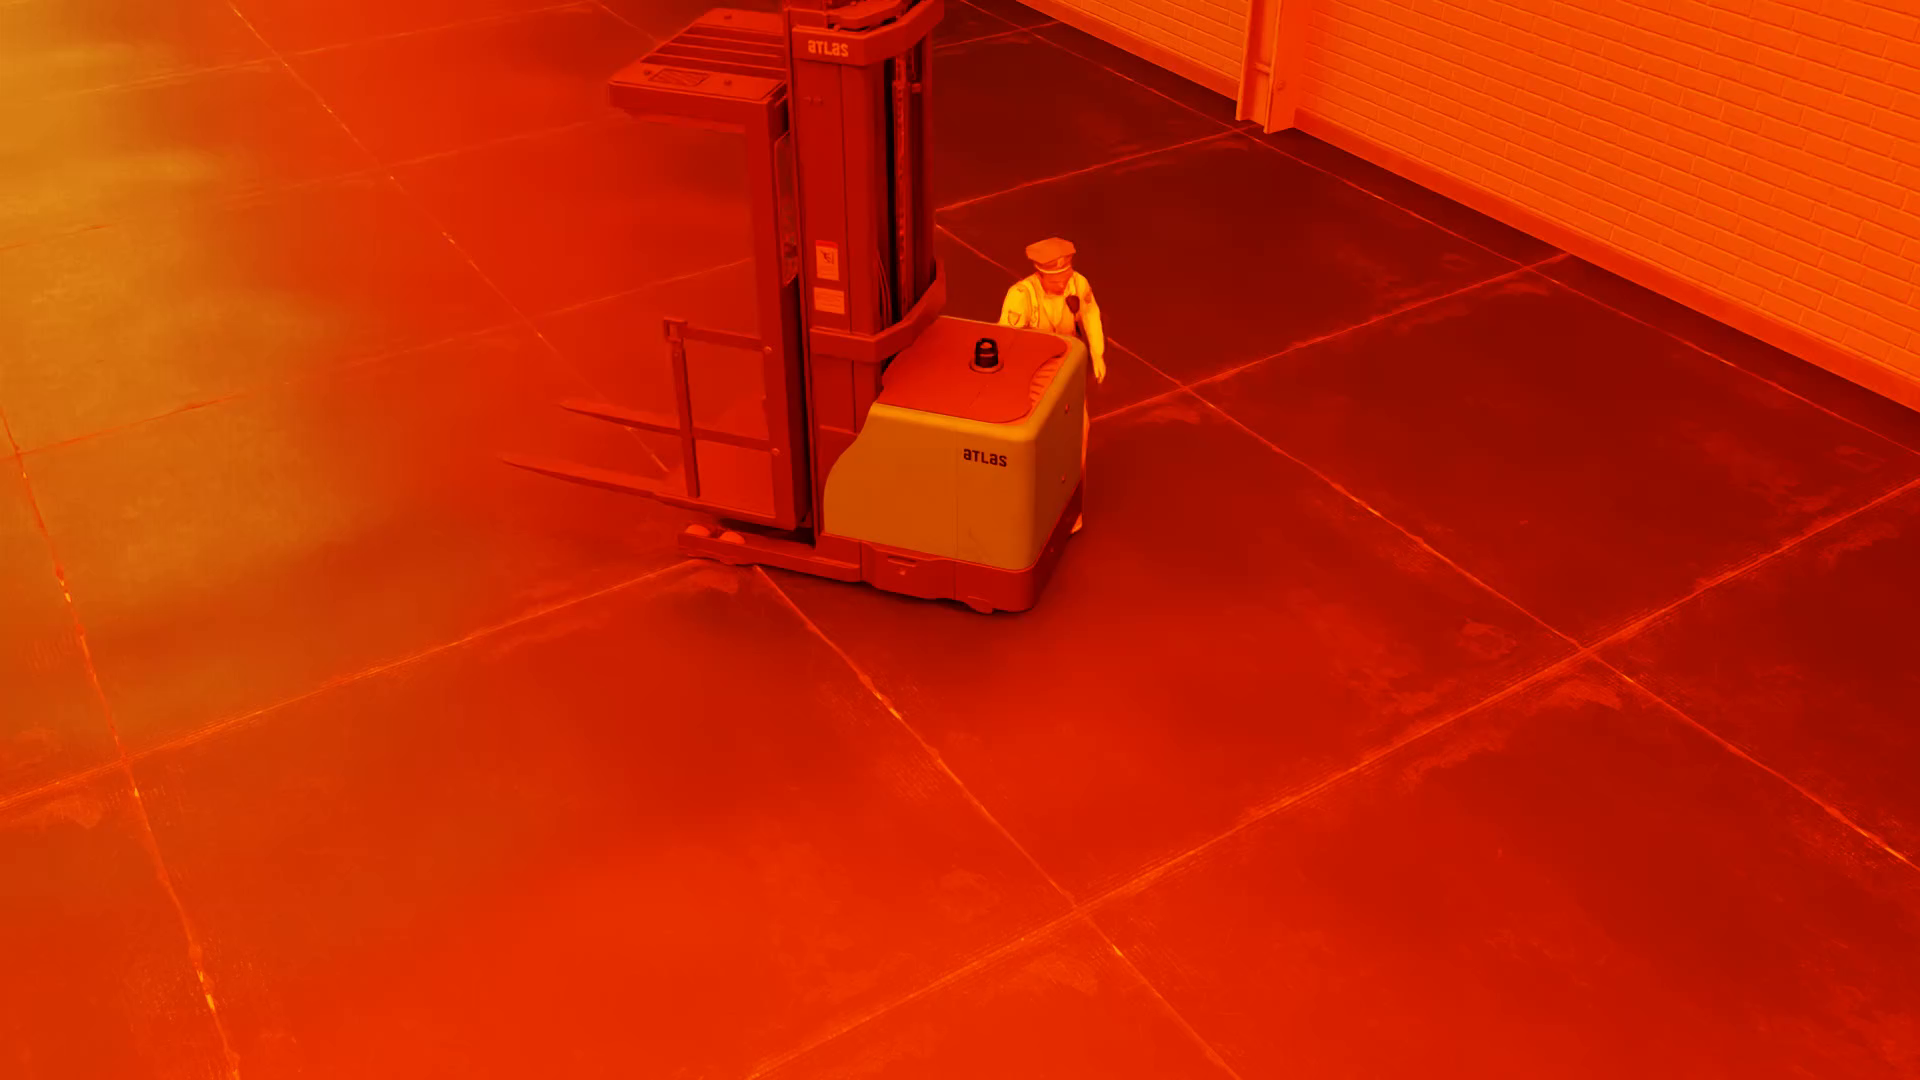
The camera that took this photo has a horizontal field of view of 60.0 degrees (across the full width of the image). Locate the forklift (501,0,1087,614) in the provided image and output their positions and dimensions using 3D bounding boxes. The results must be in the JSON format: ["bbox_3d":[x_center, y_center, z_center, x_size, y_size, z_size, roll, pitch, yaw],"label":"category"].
[{"bbox_3d":[-0.928,-1.345,8.062,3.031,2.935,1.130,11,37,16],"label":"forklift"}]

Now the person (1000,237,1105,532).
[{"bbox_3d":[0.528,-0.818,8.700,0.738,1.465,0.857,-15,38,-20],"label":"person"}]
